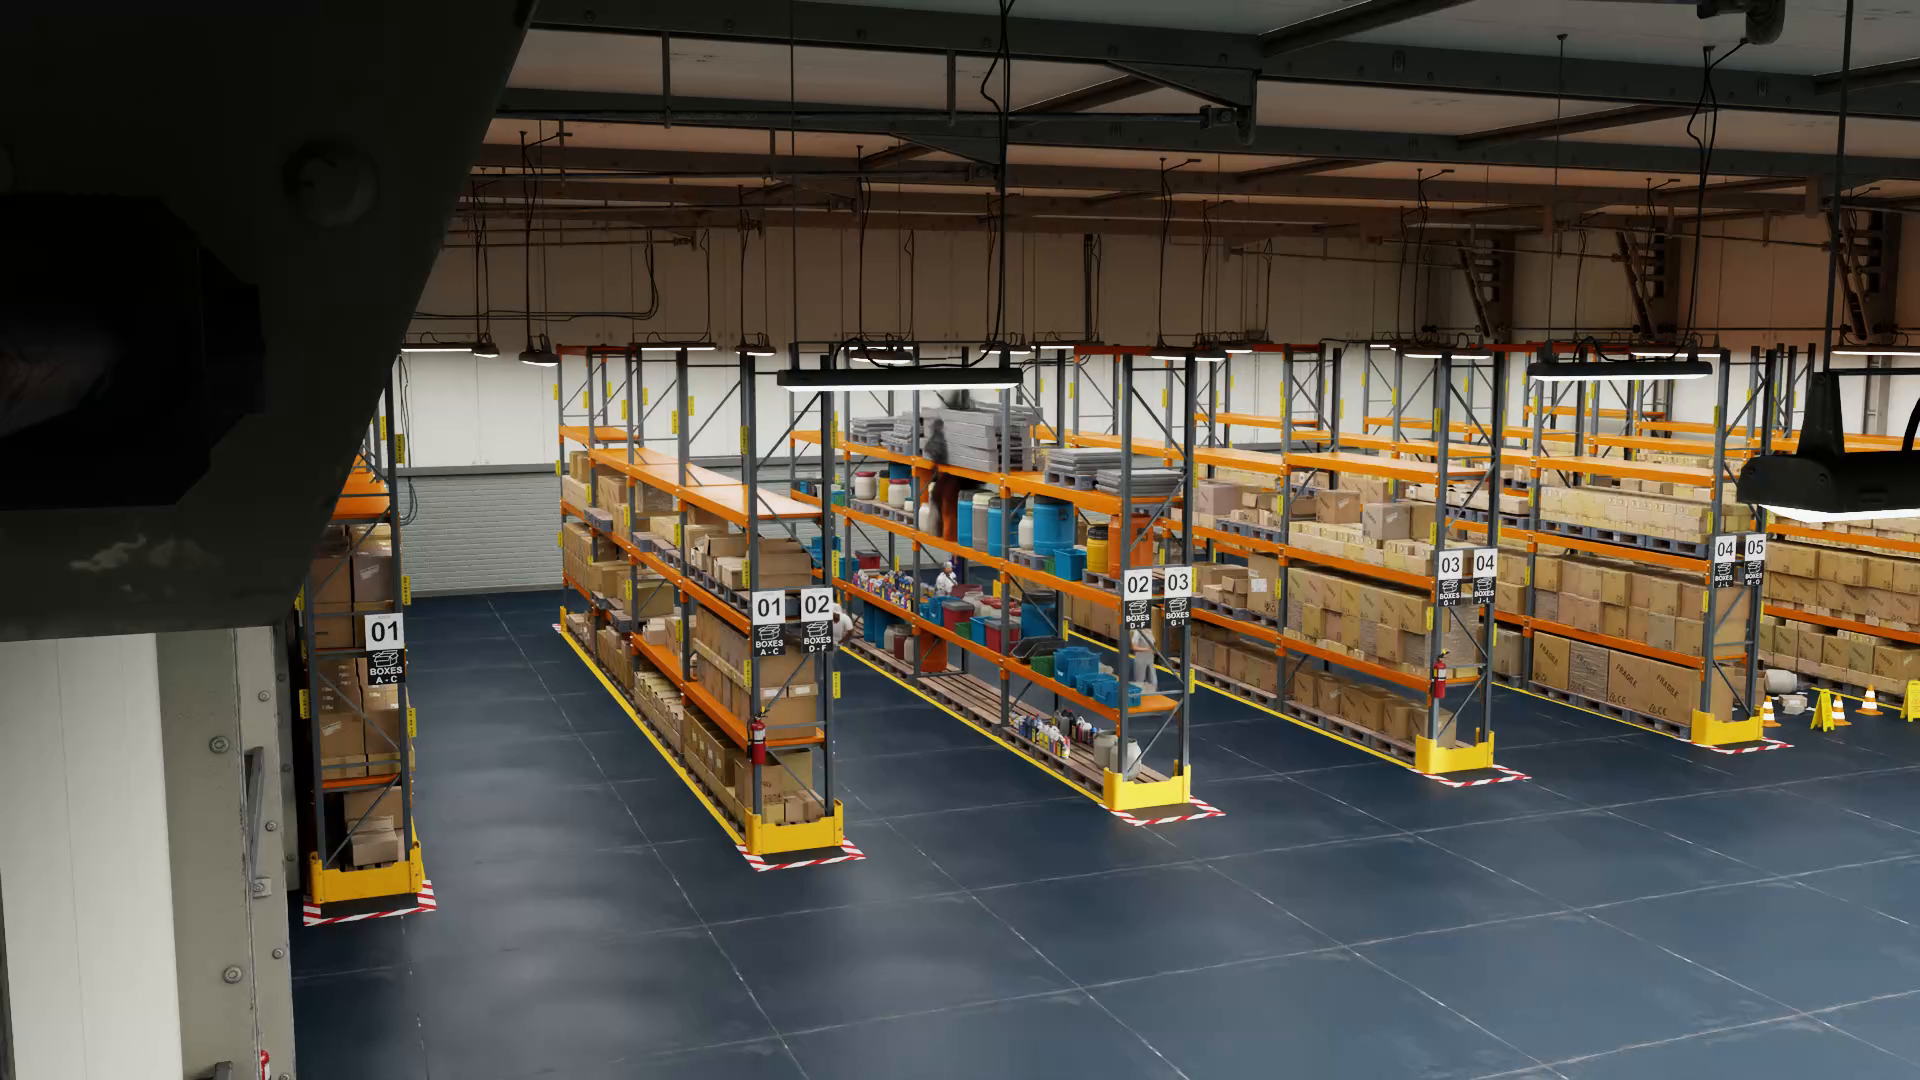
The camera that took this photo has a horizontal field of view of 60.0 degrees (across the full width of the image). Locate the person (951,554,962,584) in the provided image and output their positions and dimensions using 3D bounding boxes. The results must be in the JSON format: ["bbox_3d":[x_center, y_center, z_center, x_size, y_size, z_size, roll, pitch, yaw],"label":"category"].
[{"bbox_3d":[-0.077,0.539,39.690,0.744,1.594,0.602,-1,7,-4],"label":"person"}]

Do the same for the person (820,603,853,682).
[{"bbox_3d":[-2.268,1.833,29.417,0.709,1.590,1.133,-2,7,-13],"label":"person"}]

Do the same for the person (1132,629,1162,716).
[{"bbox_3d":[2.999,2.018,27.366,0.582,1.655,0.904,-6,10,-41],"label":"person"}]

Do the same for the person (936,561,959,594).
[{"bbox_3d":[-0.226,1.236,33.702,0.577,1.626,0.719,-4,8,-31],"label":"person"}]
